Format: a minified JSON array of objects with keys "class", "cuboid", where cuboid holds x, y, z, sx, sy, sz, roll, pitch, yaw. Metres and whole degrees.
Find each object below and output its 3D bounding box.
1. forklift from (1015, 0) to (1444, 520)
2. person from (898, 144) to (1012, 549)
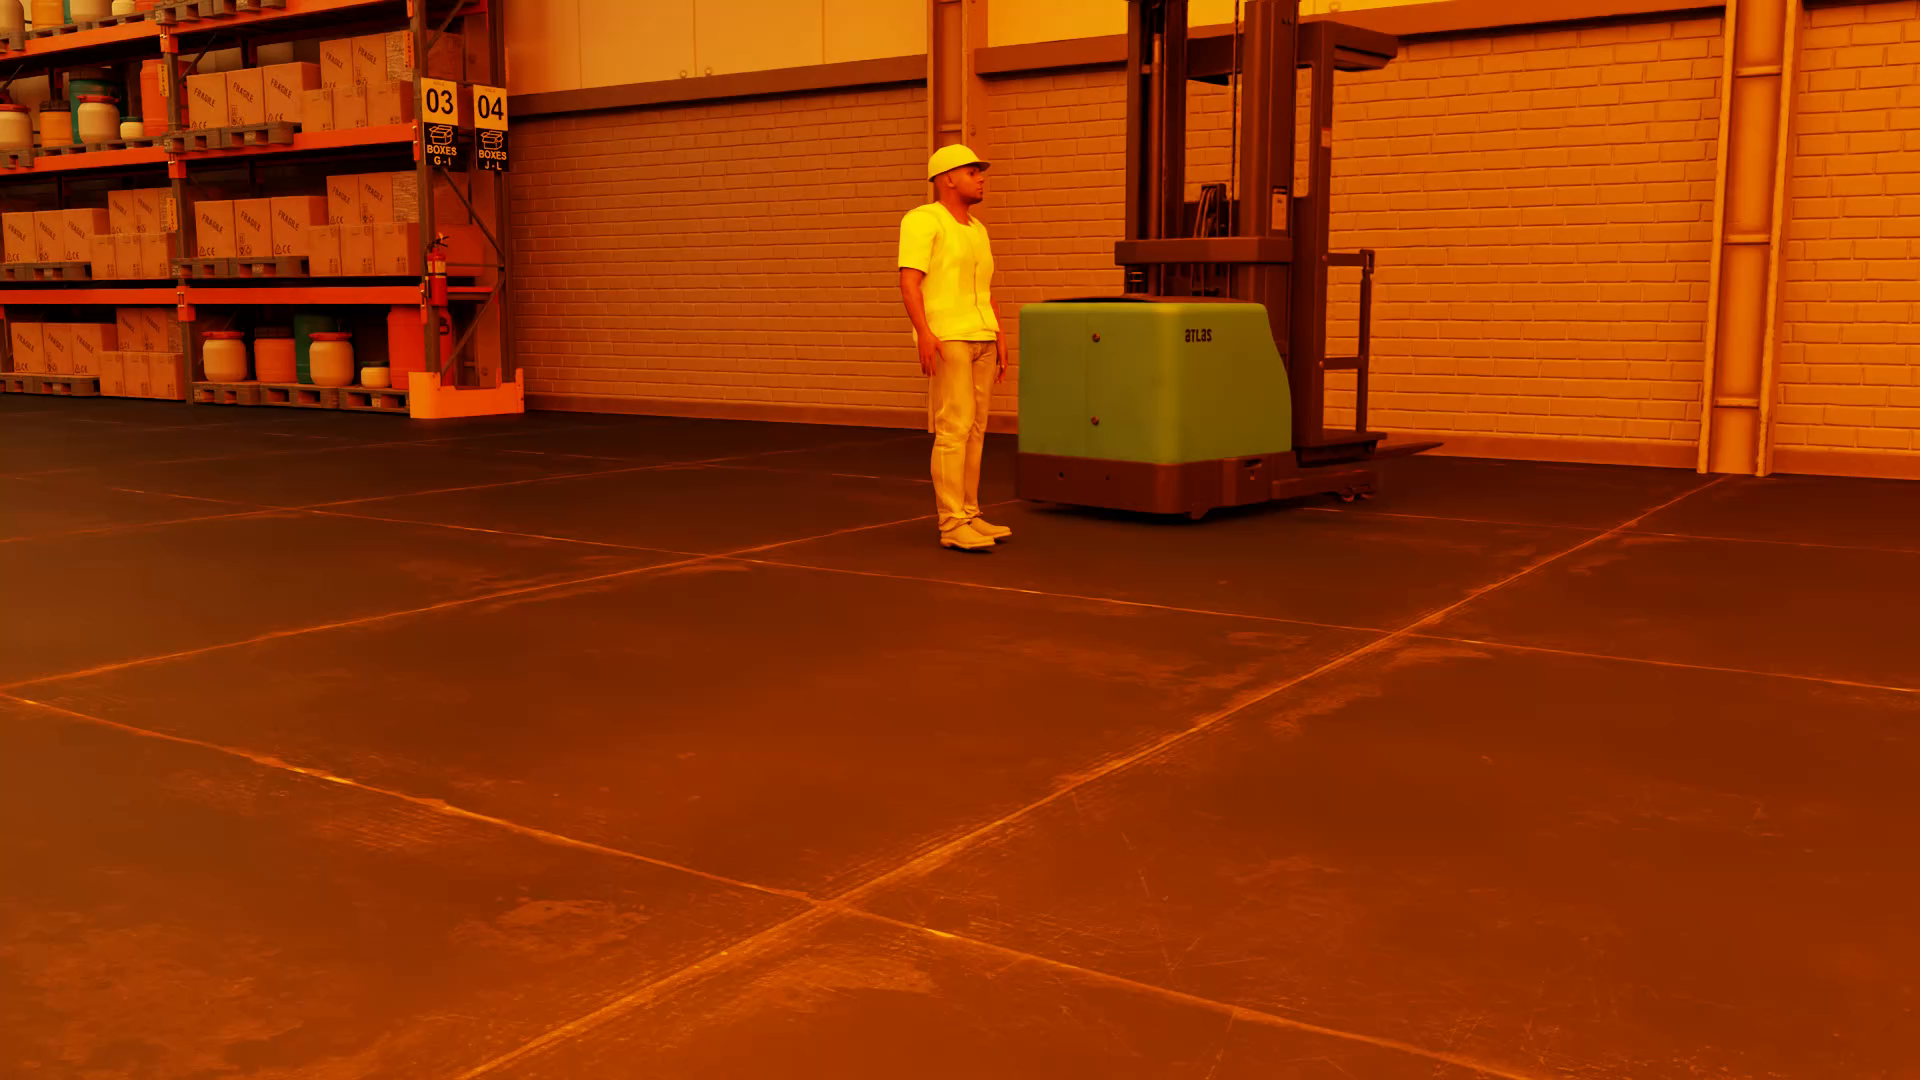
[{"class":"forklift","cuboid":[1.673,-1.703,9.167,1.130,2.935,3.031,8,11,44]},{"class":"person","cuboid":[0.055,-0.875,7.435,0.575,1.768,0.666,5,10,34]}]
